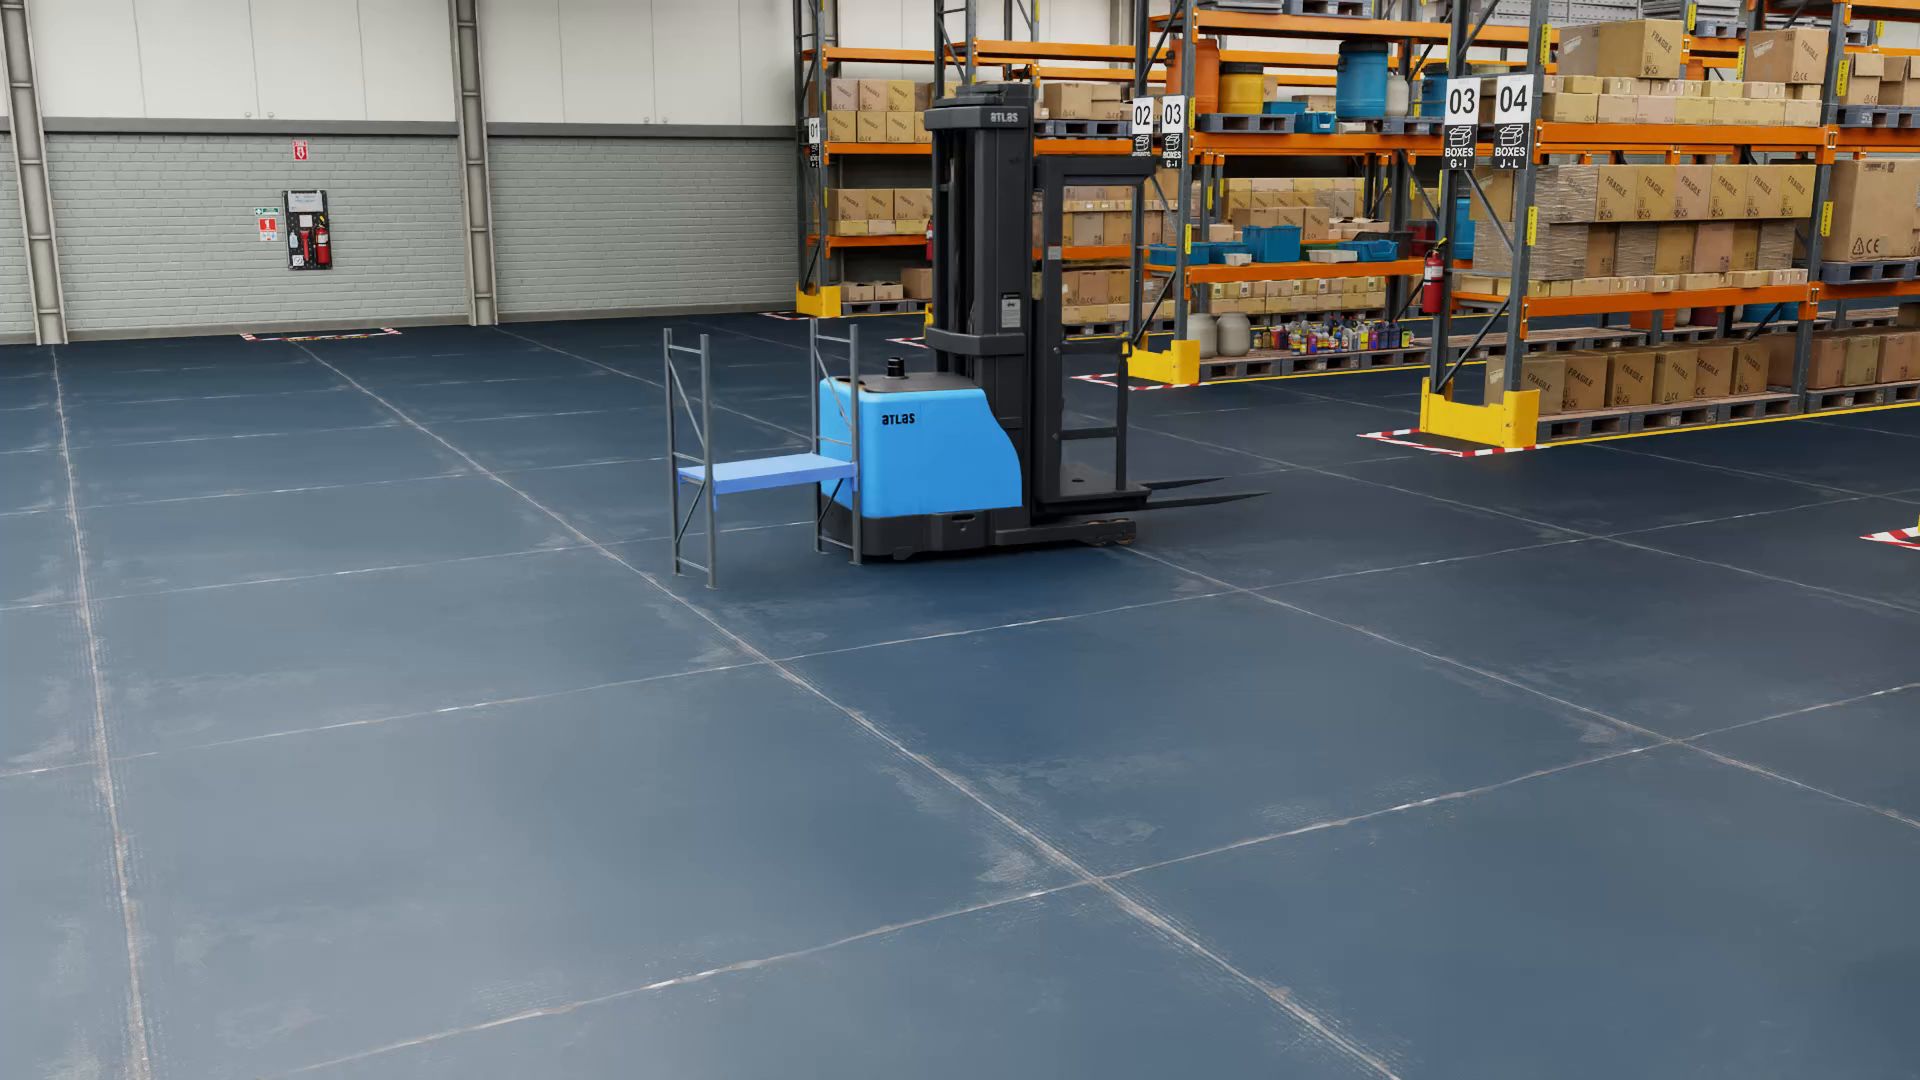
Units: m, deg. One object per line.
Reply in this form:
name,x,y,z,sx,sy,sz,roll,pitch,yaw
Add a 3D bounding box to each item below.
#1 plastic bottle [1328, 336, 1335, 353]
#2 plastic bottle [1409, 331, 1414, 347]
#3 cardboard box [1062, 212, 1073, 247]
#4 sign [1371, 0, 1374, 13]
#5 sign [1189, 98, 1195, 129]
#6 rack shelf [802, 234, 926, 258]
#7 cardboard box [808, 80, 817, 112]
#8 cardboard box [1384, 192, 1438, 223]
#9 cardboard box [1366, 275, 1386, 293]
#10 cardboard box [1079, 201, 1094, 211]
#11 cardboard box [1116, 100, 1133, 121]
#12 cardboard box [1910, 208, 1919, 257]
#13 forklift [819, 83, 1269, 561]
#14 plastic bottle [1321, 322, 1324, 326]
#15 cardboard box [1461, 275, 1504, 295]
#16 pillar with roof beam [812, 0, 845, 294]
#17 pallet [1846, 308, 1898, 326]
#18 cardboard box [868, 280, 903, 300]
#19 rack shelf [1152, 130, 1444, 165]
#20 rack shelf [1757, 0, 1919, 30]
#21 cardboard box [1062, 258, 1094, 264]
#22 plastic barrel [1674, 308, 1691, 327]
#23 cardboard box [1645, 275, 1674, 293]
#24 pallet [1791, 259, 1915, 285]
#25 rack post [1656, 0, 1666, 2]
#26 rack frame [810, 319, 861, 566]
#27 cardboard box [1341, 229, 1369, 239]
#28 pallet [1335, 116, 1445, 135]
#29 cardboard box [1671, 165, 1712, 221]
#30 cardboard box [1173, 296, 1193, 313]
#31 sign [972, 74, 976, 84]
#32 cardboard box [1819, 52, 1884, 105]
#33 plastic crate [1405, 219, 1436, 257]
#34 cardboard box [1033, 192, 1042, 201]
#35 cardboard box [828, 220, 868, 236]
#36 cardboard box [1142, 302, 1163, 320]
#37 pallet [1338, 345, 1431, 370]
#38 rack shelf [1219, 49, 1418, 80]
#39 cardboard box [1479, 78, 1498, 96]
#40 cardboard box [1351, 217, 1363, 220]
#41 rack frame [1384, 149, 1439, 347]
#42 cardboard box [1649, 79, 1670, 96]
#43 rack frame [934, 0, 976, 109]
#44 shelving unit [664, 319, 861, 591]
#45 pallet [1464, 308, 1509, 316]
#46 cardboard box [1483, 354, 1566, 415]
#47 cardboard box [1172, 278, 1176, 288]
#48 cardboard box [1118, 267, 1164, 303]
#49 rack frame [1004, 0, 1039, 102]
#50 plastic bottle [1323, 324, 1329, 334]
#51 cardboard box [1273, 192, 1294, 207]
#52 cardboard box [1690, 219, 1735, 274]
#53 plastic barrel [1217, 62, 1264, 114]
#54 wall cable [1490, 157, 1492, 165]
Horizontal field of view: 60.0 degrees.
plastic bottle,4.515,-2.384,20.241,0.097,0.201,0.097,0,13,0
plastic bottle,5.641,-2.519,20.841,0.097,0.201,0.097,0,13,0
cardboard box,1.242,-4.504,24.065,0.500,0.500,0.700,-7,14,-27
sign,6.682,-8.668,26.822,0.005,0.325,0.100,-7,14,-28
sign,2.559,-4.708,18.345,0.005,0.325,0.100,-7,14,-28
rack shelf,-0.693,-5.115,28.646,4.000,0.370,1.077,-7,14,-28
cardboard box,-2.195,-7.361,27.605,0.500,0.500,0.500,-6,14,-25
cardboard box,7.449,-5.485,27.465,0.700,0.500,0.500,11,17,41
cardboard box,6.609,-4.178,26.870,0.500,0.311,0.500,-6,14,-26
cardboard box,1.726,-4.828,24.027,0.250,0.149,0.380,-7,14,-27
cardboard box,2.397,-6.357,24.619,0.500,0.311,0.500,-8,15,-31
cardboard box,9.660,-3.269,17.609,0.637,0.503,0.797,-5,14,-22
forklift,0.625,-1.485,11.032,3.031,2.935,1.130,-5,14,-21
plastic bottle,4.572,-2.623,21.117,0.133,0.283,0.061,-6,14,-25
cardboard box,4.823,-2.339,15.245,0.250,0.149,0.380,-7,14,-28
pillar with roof beam,-0.185,-7.594,24.355,0.400,9.000,9.100,-7,14,-28
pallet,14.531,-3.463,26.015,1.213,0.211,1.003,-7,14,-28
cardboard box,-1.297,-4.274,28.392,0.500,0.311,0.500,-6,14,-23
rack shelf,4.054,-4.670,19.833,4.000,0.370,1.077,-7,14,-28
rack shelf,9.938,-5.404,17.176,4.000,0.370,1.077,-7,14,-28
cardboard box,2.086,-5.165,30.213,0.500,0.250,0.500,-7,15,-29
plastic barrel,10.195,-3.311,23.699,0.421,0.512,0.421,0,13,0
cardboard box,6.399,-2.393,15.482,0.250,0.149,0.380,-7,14,-28
pallet,8.923,-2.772,17.031,1.213,0.211,1.003,-7,14,-28
rack post,9.958,-7.468,22.621,0.986,0.289,0.624,-7,14,-28
rack frame,-0.780,-0.613,10.417,0.032,1.500,0.500,-9,16,-36
cardboard box,6.294,-4.873,26.502,0.250,0.149,0.380,-7,14,-28
pallet,5.223,-5.044,20.289,1.003,0.211,1.213,-7,14,-28
cardboard box,6.602,-3.237,15.479,0.500,0.500,0.500,-7,14,-28
cardboard box,3.665,-3.685,25.960,0.500,0.250,0.500,-7,14,-28
sign,0.189,-6.123,22.480,0.005,0.325,0.100,-7,14,-28
cardboard box,8.643,-4.562,16.525,0.637,0.503,0.797,-8,15,-31
plastic crate,6.088,-3.909,21.500,0.583,0.464,0.402,-7,14,-28
cardboard box,0.850,-5.092,23.721,0.500,0.500,0.700,-7,15,-29
cardboard box,-1.868,-5.183,27.603,0.500,0.250,0.500,-7,15,-29
cardboard box,2.694,-3.444,24.888,0.500,0.250,0.500,-7,14,-28
pallet,5.200,-2.345,21.046,1.213,0.211,1.003,-7,14,-28
rack shelf,5.195,-7.314,25.661,4.000,0.370,1.077,-7,14,-28
cardboard box,4.766,-4.066,14.948,0.250,0.149,0.380,-7,14,-28
cardboard box,7.713,-6.284,32.728,0.250,0.149,0.380,-7,14,-27
rack frame,5.810,-3.768,21.018,0.127,3.000,1.000,-7,14,-28
cardboard box,6.182,-4.092,15.060,0.250,0.149,0.380,-8,15,-30
rack frame,-0.071,-7.229,22.733,0.127,3.000,1.000,-7,14,-28
shelving unit,-1.187,-0.546,10.120,1.048,1.500,0.538,-9,16,-36
pallet,8.694,-3.982,28.321,1.213,0.211,1.003,-7,14,-28
cardboard box,5.228,-1.440,15.413,0.500,0.500,0.500,-4,13,-17
cardboard box,3.967,-5.007,31.217,0.500,0.500,0.700,-7,14,-27
cardboard box,2.693,-3.811,24.808,0.500,0.500,0.500,-7,14,-28
rack frame,1.063,-8.604,28.843,0.127,3.000,1.000,-7,14,-28
plastic bottle,4.626,-2.604,21.059,0.097,0.271,0.097,0,13,0
cardboard box,6.023,-6.408,31.802,0.500,0.500,0.500,-7,14,-28
cardboard box,6.912,-2.854,16.052,0.500,0.500,0.875,-7,14,-28
plastic barrel,3.239,-5.251,19.394,0.600,0.588,0.600,0,13,0
wall cable,12.266,-7.752,36.408,1.851,1.984,0.084,-7,14,-28
